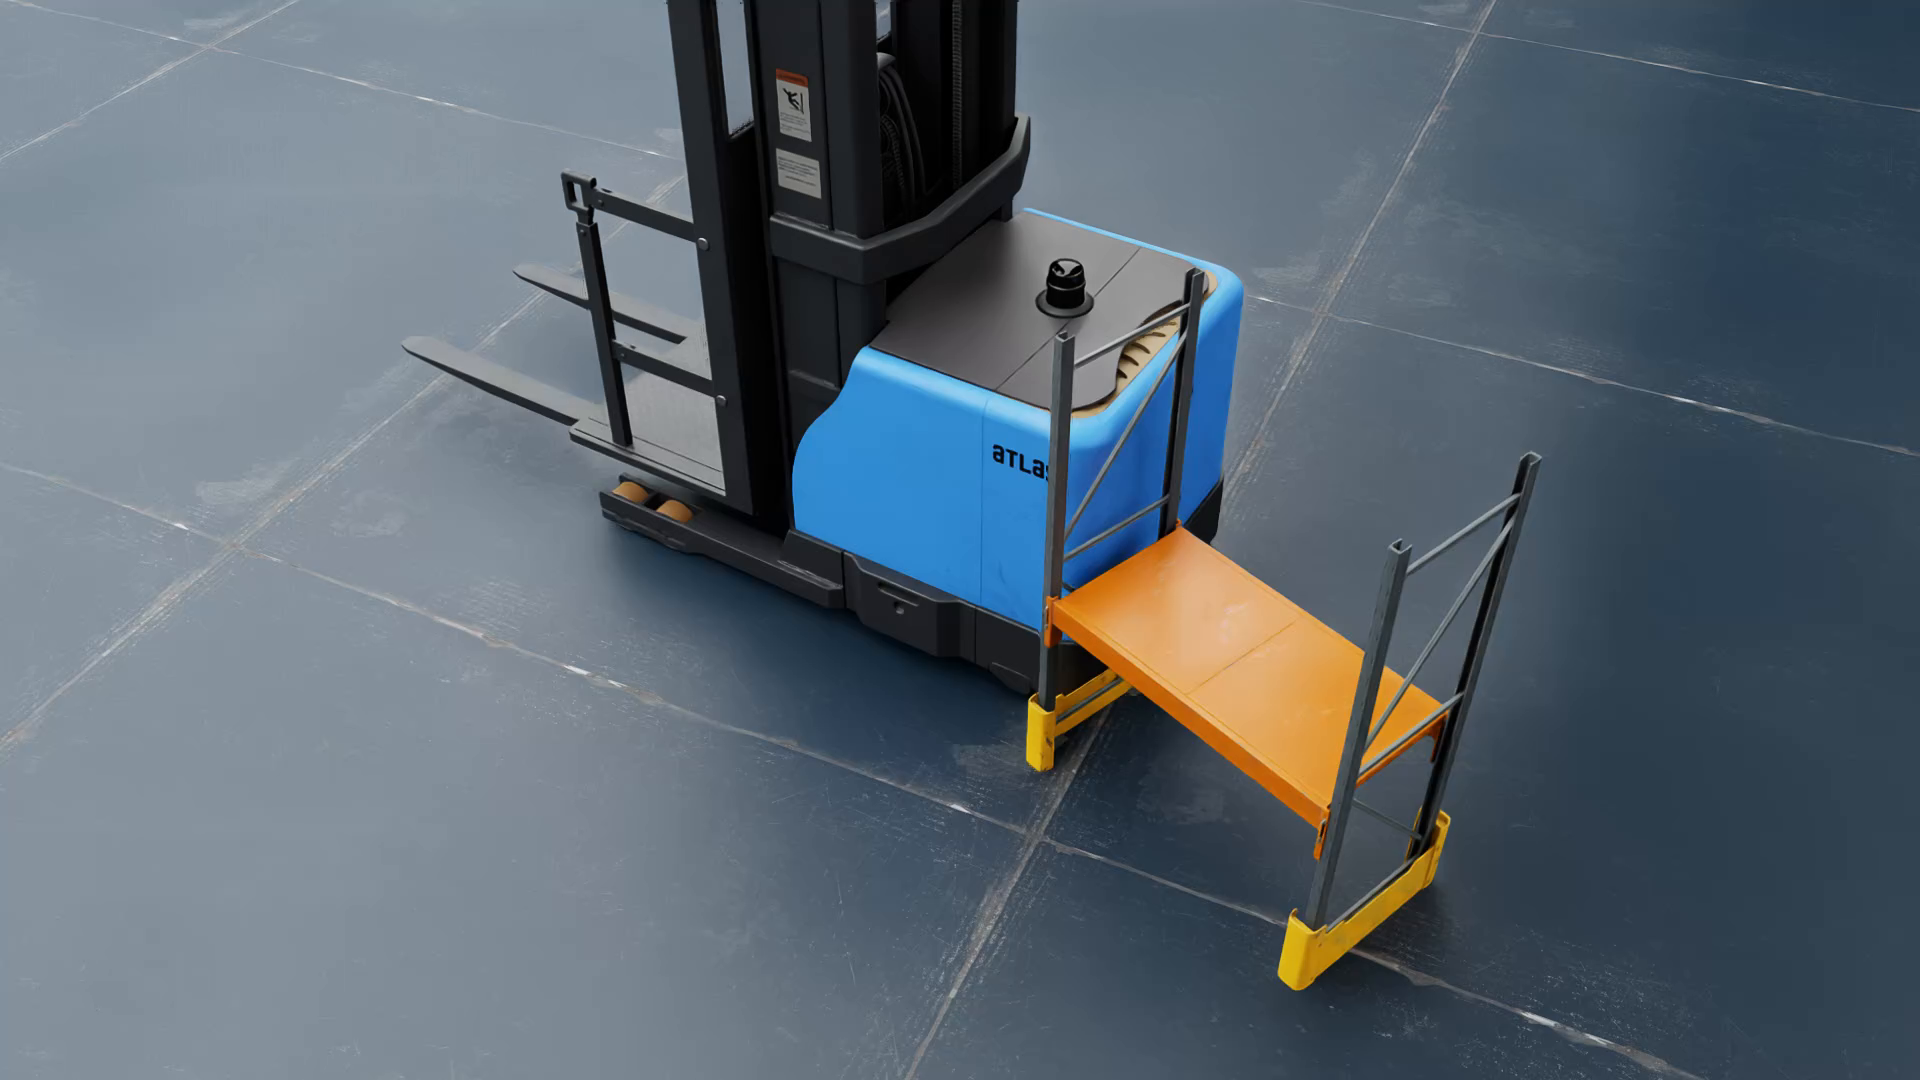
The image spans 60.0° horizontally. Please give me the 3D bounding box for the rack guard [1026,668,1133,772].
[{"bbox_3d":[0.440,0.457,5.032,0.587,0.250,0.087,-29,49,-29],"label":"rack guard"}]

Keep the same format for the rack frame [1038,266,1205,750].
[{"bbox_3d":[0.428,-0.025,4.634,0.500,1.500,0.032,-29,49,-29],"label":"rack frame"}]

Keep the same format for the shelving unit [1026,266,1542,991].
[{"bbox_3d":[0.763,0.233,4.336,0.587,1.500,1.083,-29,49,-29],"label":"shelving unit"}]

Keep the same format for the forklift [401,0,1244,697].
[{"bbox_3d":[-0.645,-1.348,5.067,3.031,2.935,1.130,22,45,23],"label":"forklift"}]

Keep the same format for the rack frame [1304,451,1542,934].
[{"bbox_3d":[1.086,0.483,4.048,0.500,1.500,0.032,-29,49,-29],"label":"rack frame"}]

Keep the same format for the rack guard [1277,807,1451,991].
[{"bbox_3d":[1.086,0.954,4.458,0.587,0.250,0.087,-29,49,-29],"label":"rack guard"}]

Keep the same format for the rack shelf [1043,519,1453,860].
[{"bbox_3d":[0.757,0.365,4.459,0.538,0.185,1.000,-29,49,-29],"label":"rack shelf"}]
